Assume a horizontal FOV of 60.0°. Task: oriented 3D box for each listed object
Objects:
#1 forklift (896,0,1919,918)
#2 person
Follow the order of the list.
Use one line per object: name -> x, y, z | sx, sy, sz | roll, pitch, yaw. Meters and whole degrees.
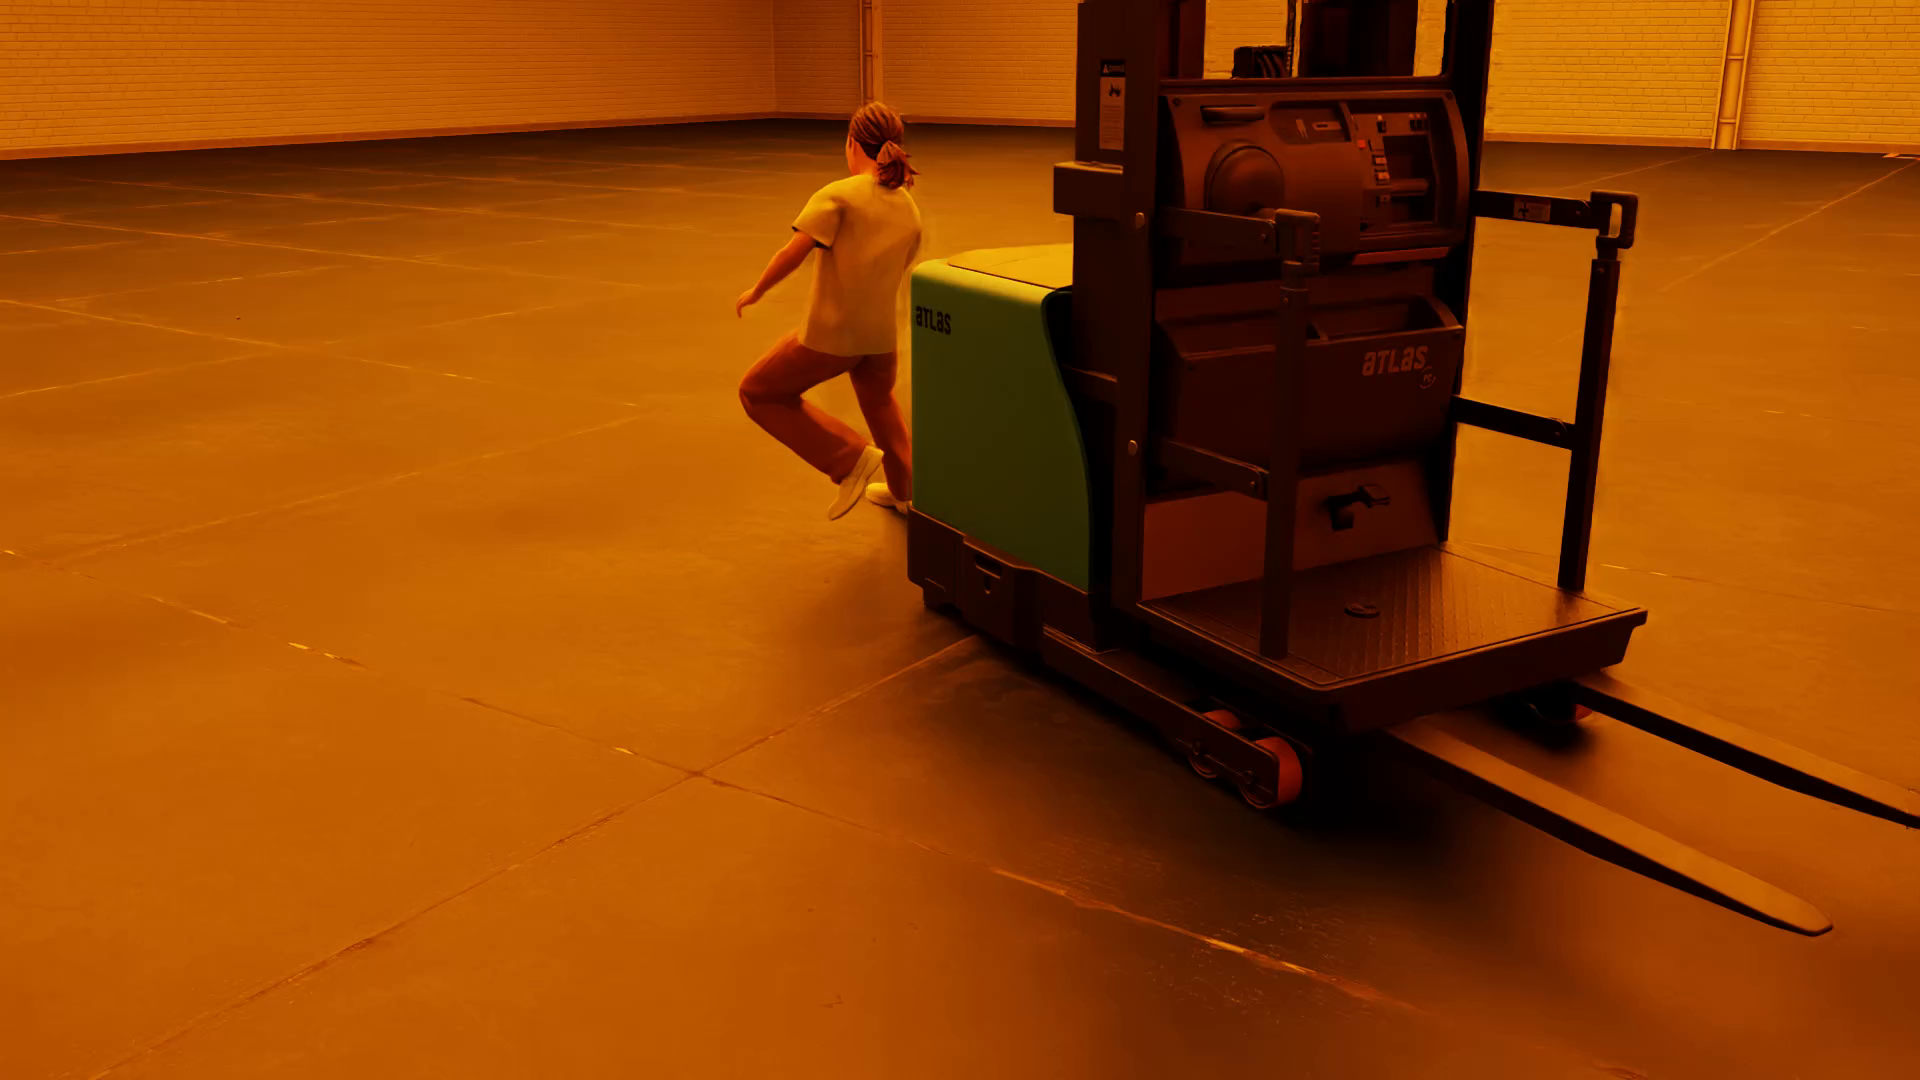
forklift -> 0.971, -0.948, 4.003 | 1.130, 2.935, 3.031 | -9, 19, -29
person -> -0.477, -0.772, 5.882 | 0.739, 1.513, 0.684 | -14, 21, -39
